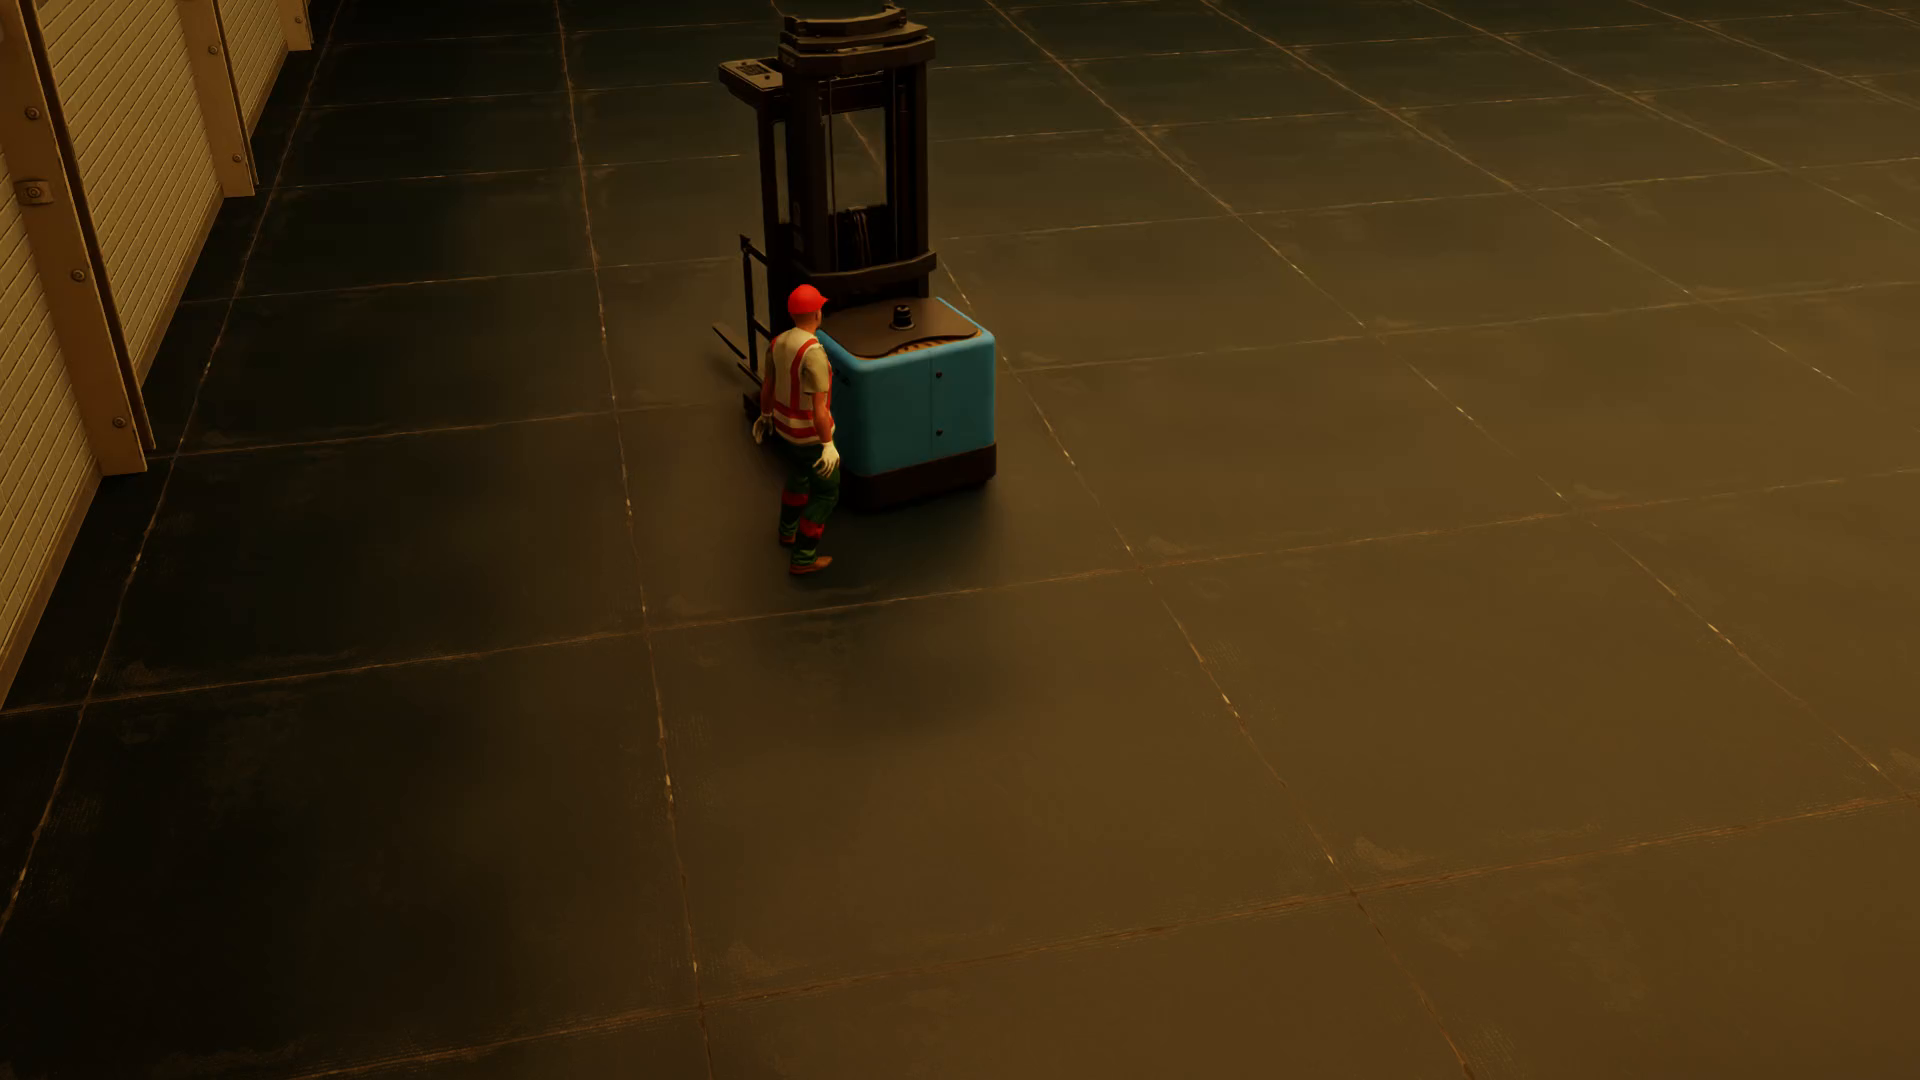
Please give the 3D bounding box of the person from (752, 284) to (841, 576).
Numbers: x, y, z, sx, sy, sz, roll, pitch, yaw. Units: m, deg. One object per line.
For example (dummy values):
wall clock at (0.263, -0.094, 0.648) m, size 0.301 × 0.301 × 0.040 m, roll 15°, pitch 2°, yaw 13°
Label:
person at (-0.917, -0.653, 9.921) m, size 0.460 × 1.750 × 0.885 m, roll -18°, pitch 35°, yaw -29°

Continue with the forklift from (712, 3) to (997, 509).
forklift at (-0.909, -2.177, 11.335) m, size 1.130 × 2.935 × 3.031 m, roll -15°, pitch 33°, yaw -25°
